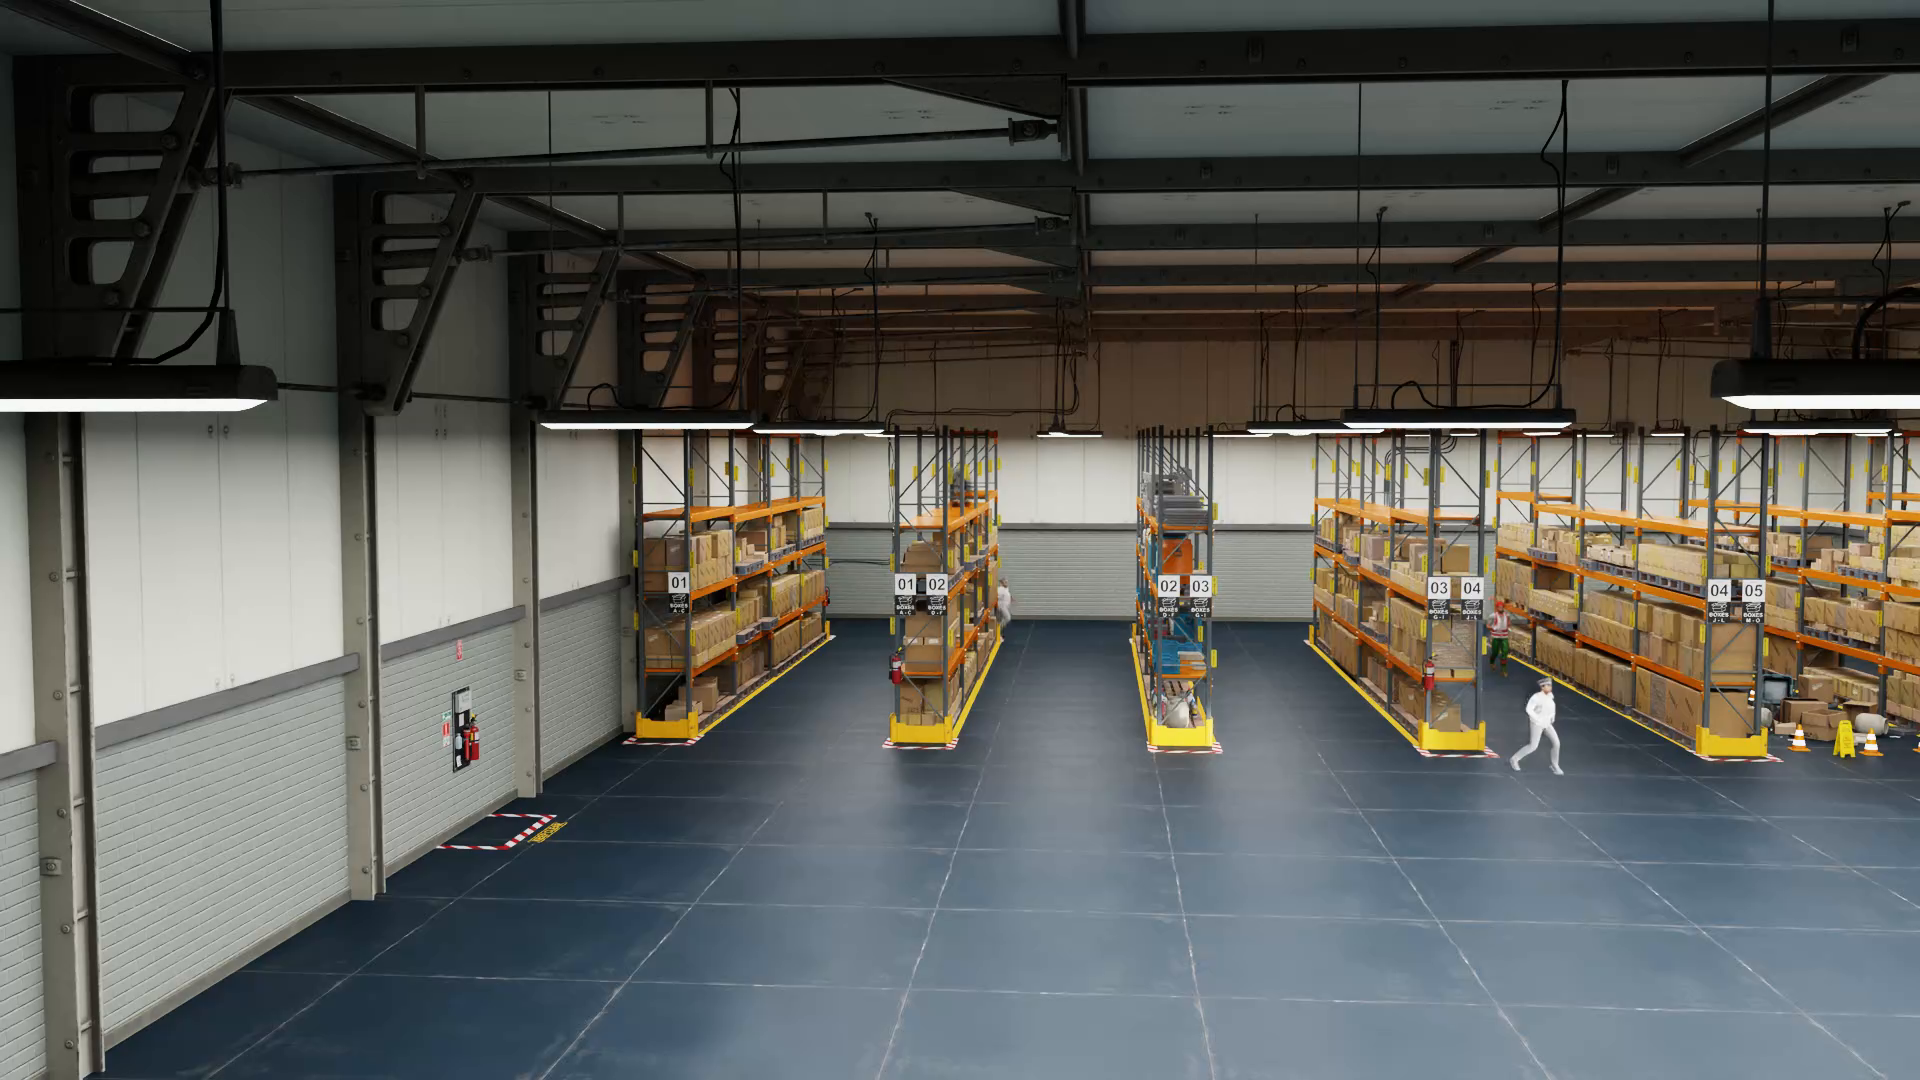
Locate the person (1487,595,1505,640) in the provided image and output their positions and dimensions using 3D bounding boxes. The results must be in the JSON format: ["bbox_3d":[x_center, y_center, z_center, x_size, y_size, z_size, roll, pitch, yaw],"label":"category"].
[{"bbox_3d":[15.365,2.000,47.407,0.832,1.791,0.678,1,4,17],"label":"person"}]

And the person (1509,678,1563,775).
[{"bbox_3d":[9.967,3.193,28.586,0.841,1.688,0.697,-2,4,-32],"label":"person"}]

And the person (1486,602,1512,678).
[{"bbox_3d":[13.134,2.393,40.502,0.656,1.811,0.991,0,3,1],"label":"person"}]

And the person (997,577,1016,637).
[{"bbox_3d":[1.285,1.949,48.323,0.647,1.738,0.661,2,4,30],"label":"person"}]
